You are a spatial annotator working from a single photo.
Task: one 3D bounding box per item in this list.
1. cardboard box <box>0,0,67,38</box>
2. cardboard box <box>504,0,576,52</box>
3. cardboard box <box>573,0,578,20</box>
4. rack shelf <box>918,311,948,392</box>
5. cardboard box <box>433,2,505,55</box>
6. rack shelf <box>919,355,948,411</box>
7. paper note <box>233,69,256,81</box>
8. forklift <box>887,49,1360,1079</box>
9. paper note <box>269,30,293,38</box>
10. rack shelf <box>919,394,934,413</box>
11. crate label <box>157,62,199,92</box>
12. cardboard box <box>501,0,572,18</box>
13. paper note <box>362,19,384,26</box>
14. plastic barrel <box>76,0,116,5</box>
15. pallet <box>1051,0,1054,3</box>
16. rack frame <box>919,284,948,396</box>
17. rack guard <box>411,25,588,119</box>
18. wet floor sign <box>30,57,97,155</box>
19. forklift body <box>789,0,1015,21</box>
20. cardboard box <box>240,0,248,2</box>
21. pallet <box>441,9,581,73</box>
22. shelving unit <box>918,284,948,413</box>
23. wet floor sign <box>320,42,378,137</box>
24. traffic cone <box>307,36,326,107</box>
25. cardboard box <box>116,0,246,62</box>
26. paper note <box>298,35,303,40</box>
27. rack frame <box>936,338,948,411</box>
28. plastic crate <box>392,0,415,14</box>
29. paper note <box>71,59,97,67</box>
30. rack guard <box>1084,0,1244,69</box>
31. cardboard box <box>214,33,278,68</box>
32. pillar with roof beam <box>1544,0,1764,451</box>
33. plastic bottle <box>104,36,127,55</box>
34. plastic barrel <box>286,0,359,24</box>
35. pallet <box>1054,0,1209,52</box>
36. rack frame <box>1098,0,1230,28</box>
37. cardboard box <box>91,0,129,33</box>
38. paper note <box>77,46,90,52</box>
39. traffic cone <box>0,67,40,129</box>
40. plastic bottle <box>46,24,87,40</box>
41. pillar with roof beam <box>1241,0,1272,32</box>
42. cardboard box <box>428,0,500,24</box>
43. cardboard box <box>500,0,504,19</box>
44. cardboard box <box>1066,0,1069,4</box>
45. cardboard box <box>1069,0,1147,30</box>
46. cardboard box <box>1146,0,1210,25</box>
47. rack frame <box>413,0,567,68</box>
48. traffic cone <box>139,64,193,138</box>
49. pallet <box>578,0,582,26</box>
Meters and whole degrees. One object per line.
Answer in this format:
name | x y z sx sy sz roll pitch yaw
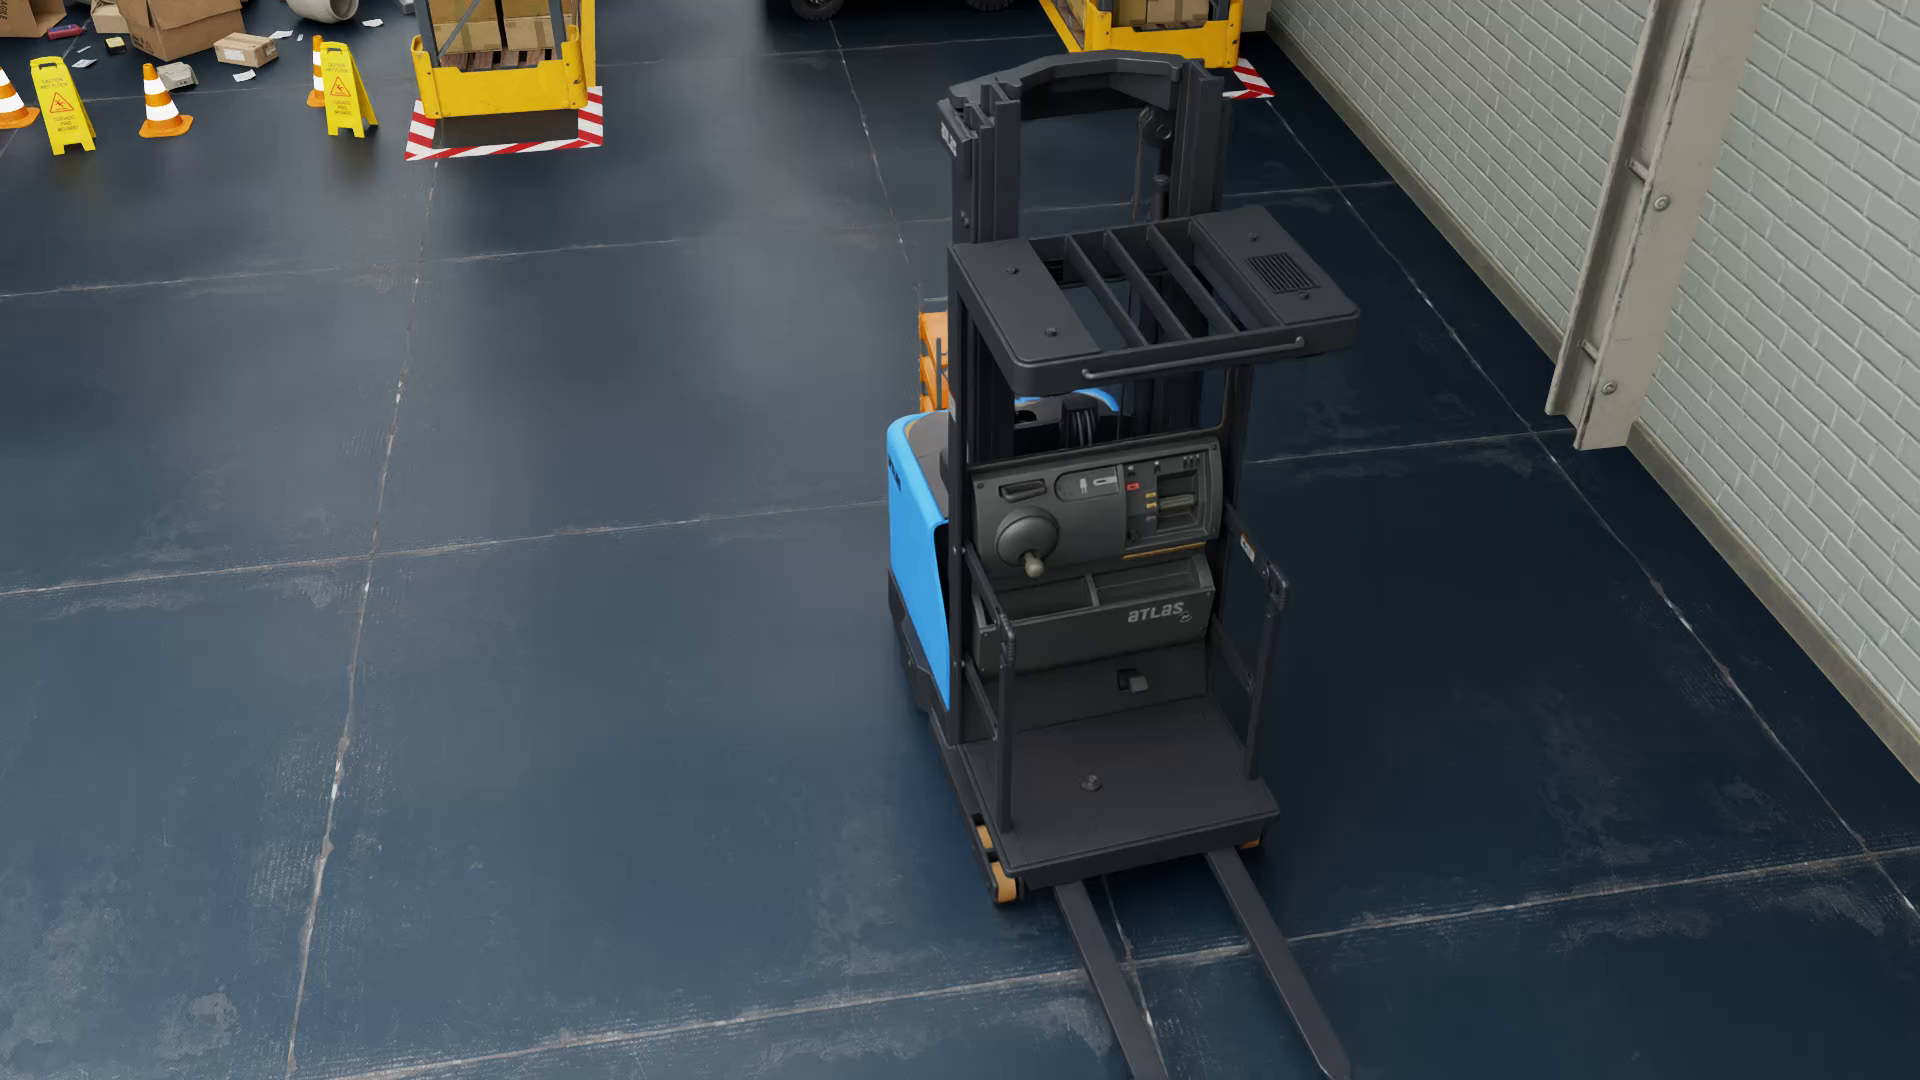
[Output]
cardboard box | -7.609 -4.371 13.367 0.500 0.500 0.500 0 38 0
cardboard box | -3.204 -3.959 12.700 0.500 0.250 0.500 -7 38 -8
cardboard box | -3.286 -4.268 13.098 0.500 0.250 0.500 -5 38 -6
rack shelf | -0.029 -0.884 7.669 0.258 0.148 0.480 -6 38 -8
cardboard box | -3.745 -3.916 12.645 0.500 0.250 0.500 -6 38 -8
rack shelf | -0.029 -0.697 7.815 0.258 0.148 0.480 -6 38 -8
paper note | -5.460 -3.547 12.690 0.148 0.019 0.142 -20 42 -23
forklift | 0.563 -0.040 5.813 1.130 2.935 3.031 -10 39 -12
paper note | -5.461 -4.071 13.375 0.148 0.019 0.142 6 38 8
rack shelf | -0.029 -0.521 7.952 0.258 0.148 0.480 -6 38 -8
crate label | -5.912 -3.496 12.539 0.250 0.136 0.298 -27 45 -31
cardboard box | -3.208 -4.270 12.488 0.500 0.500 0.500 -7 38 -9
paper note | -4.787 -4.222 13.559 0.142 0.019 0.148 -20 42 -23
plastic barrel | -7.182 -4.647 13.787 0.512 0.421 0.421 19 42 23
pallet | 1.166 -4.990 14.401 1.003 0.211 1.213 -6 38 -8
rack frame | -0.072 -0.721 8.100 0.240 1.200 0.015 -6 38 -8
rack guard | -3.348 -3.421 12.146 1.175 0.500 0.348 -6 38 -8
wet floor sign | -6.236 -3.035 11.530 0.267 0.644 0.232 -13 40 -16
forklift body | -0.577 -5.512 13.492 2.313 2.155 1.214 -6 38 -8
cardboard box | -6.307 -4.783 13.785 0.797 0.637 0.503 -6 38 -8
pallet | -3.455 -3.801 12.871 1.003 0.211 1.213 -6 38 -8
shelving unit | -0.029 -0.574 7.911 0.258 1.200 0.503 -6 38 -8
wet floor sign | -4.355 -3.203 11.746 0.267 0.644 0.232 6 38 8
traffic cone | -4.680 -3.481 12.254 0.336 0.463 0.334 -6 38 -8
cardboard box | -6.135 -4.165 13.101 0.637 0.503 0.797 27 45 30
paper note | -5.286 -4.028 13.326 0.032 0.001 0.123 -6 38 -8
rack frame | 0.014 -0.426 7.721 0.240 1.200 0.015 -6 38 -8
plastic crate | -4.568 -4.589 13.991 0.402 0.080 0.583 -20 42 -23
paper note | -6.786 -3.700 12.889 0.144 0.017 0.142 6 38 8
rack guard | 1.556 -3.897 12.758 1.175 0.500 0.348 -6 38 -8
cardboard box | -5.553 -3.810 12.933 0.380 0.149 0.250 13 40 16
pillar with roof beam | -0.869 -3.698 5.575 9.100 9.000 0.400 -6 38 -8
plastic bottle | -6.679 -3.916 13.141 0.133 0.061 0.283 -20 42 -23
plastic barrel | -5.187 -4.430 13.507 0.512 0.421 0.421 19 42 23
pallet | 1.376 -4.255 13.454 1.003 0.211 1.213 -6 38 -8
rack frame | 1.552 -4.898 12.010 1.000 3.000 0.127 -6 38 -8
cardboard box | -6.777 -4.265 13.423 0.396 0.266 0.258 0 38 0
paper note | -6.918 -3.874 13.129 0.032 0.001 0.123 13 40 16
traffic cone | -6.885 -3.241 11.944 0.336 0.463 0.334 -6 38 -8
plastic bottle | -7.175 -4.090 13.365 0.283 0.061 0.133 -20 42 -23
pillar with roof beam | -1.921 -7.322 10.240 9.100 9.000 0.400 -6 38 -8
cardboard box | -3.732 -4.194 12.391 0.500 0.500 0.500 -6 38 -8
cardboard box | -3.824 -4.215 13.030 0.500 0.250 0.500 -6 38 -8
cardboard box | 1.080 -4.530 13.434 0.500 0.250 0.500 -6 38 -8
cardboard box | 1.158 -4.228 13.046 0.500 0.250 0.500 -6 38 -8
cardboard box | 1.658 -4.296 13.134 0.500 0.250 0.500 -6 38 -8
rack frame | -3.334 -4.362 11.320 1.000 3.000 0.127 -6 38 -8
traffic cone | -5.713 -3.157 11.836 0.336 0.463 0.334 -6 38 -8
pallet | -3.666 -4.537 13.818 1.003 0.211 1.213 -6 38 -8
